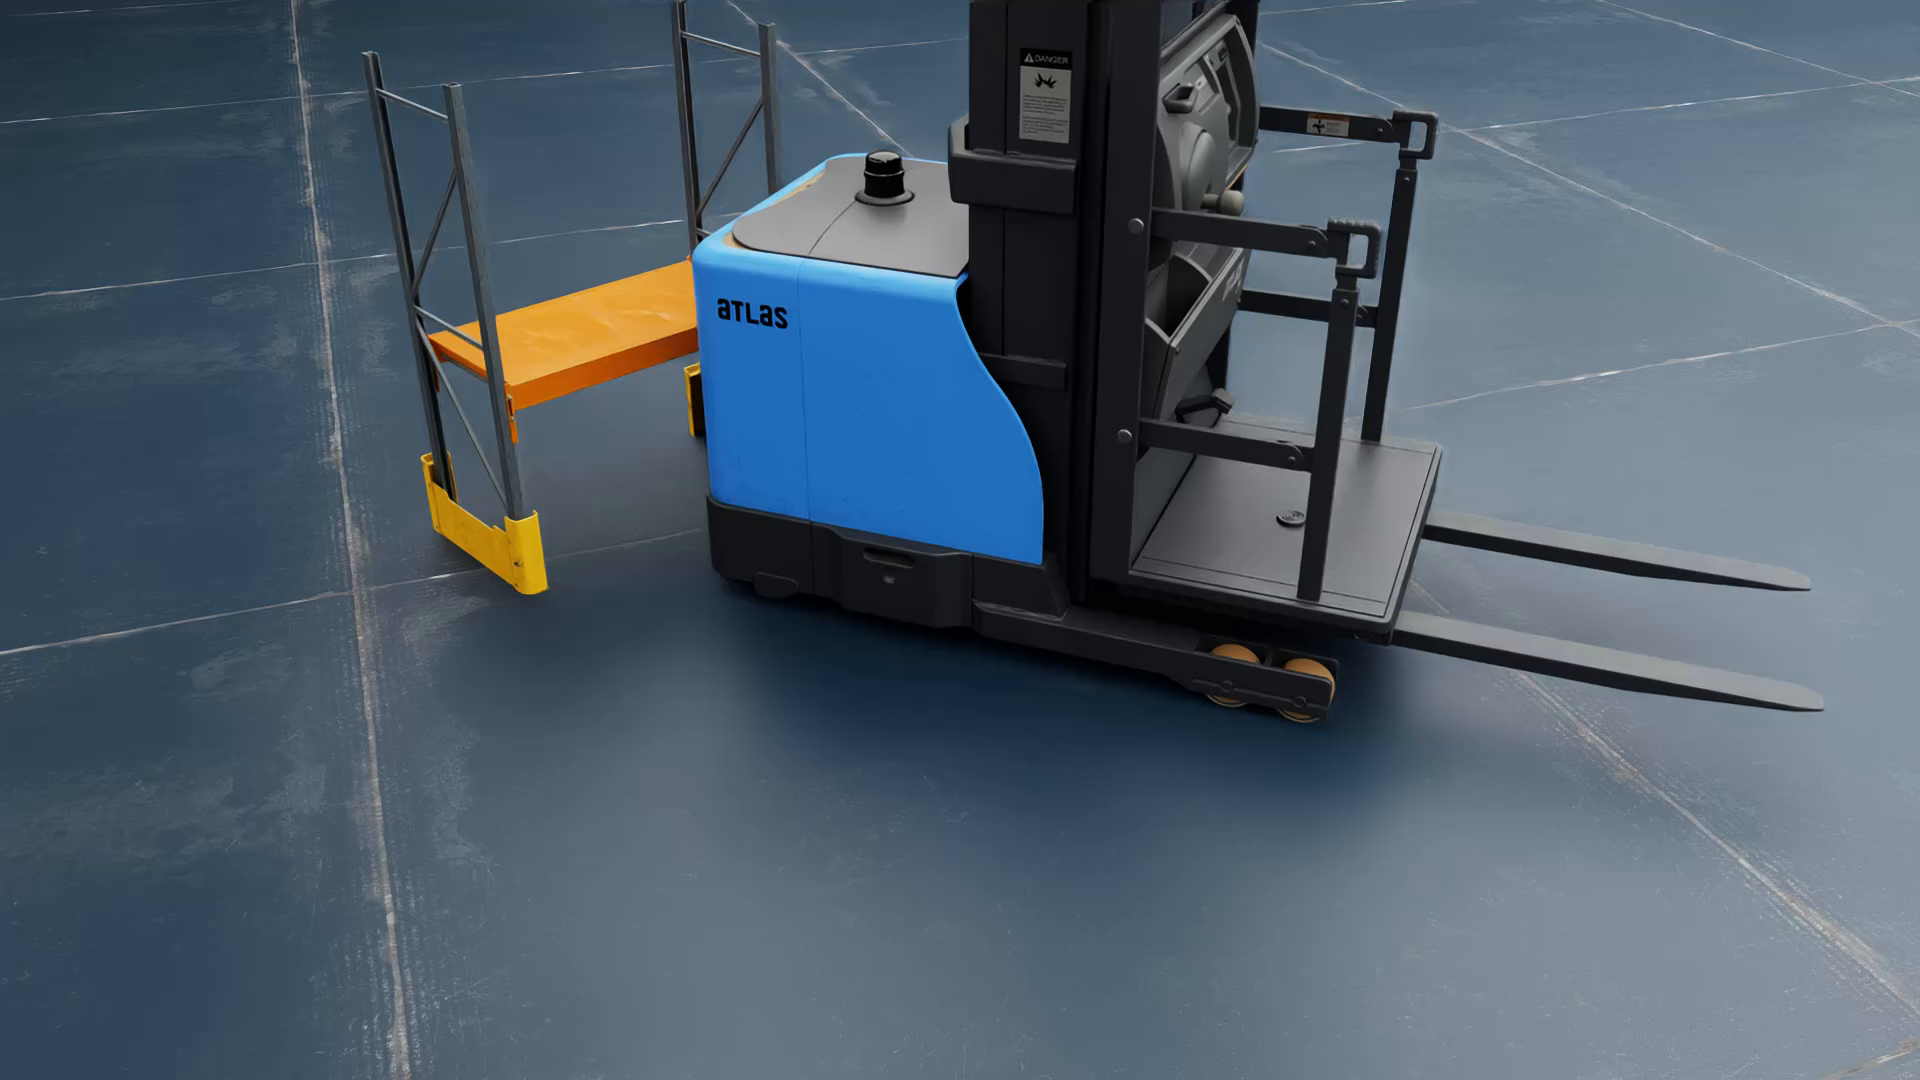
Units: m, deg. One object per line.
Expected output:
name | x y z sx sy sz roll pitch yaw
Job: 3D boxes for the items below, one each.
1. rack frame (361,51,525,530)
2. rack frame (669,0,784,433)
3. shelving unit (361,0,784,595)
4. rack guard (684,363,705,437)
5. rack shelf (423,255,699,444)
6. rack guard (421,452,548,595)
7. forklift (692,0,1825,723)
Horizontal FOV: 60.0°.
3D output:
rack frame | -1.463 -0.602 4.791 0.032 1.500 0.500 -25 38 -37
rack frame | -0.724 -0.947 5.397 0.032 1.500 0.500 -25 38 -37
shelving unit | -1.100 -0.771 5.088 1.083 1.500 0.587 -25 38 -37
rack guard | -0.738 -0.397 5.695 0.087 0.250 0.587 -25 38 -37
rack shelf | -1.093 -0.618 5.183 1.000 0.185 0.538 -25 38 -37
rack guard | -1.462 -0.059 5.101 0.087 0.250 0.587 -25 38 -37
forklift | 0.826 -1.089 4.200 3.031 2.935 1.130 11 31 18
